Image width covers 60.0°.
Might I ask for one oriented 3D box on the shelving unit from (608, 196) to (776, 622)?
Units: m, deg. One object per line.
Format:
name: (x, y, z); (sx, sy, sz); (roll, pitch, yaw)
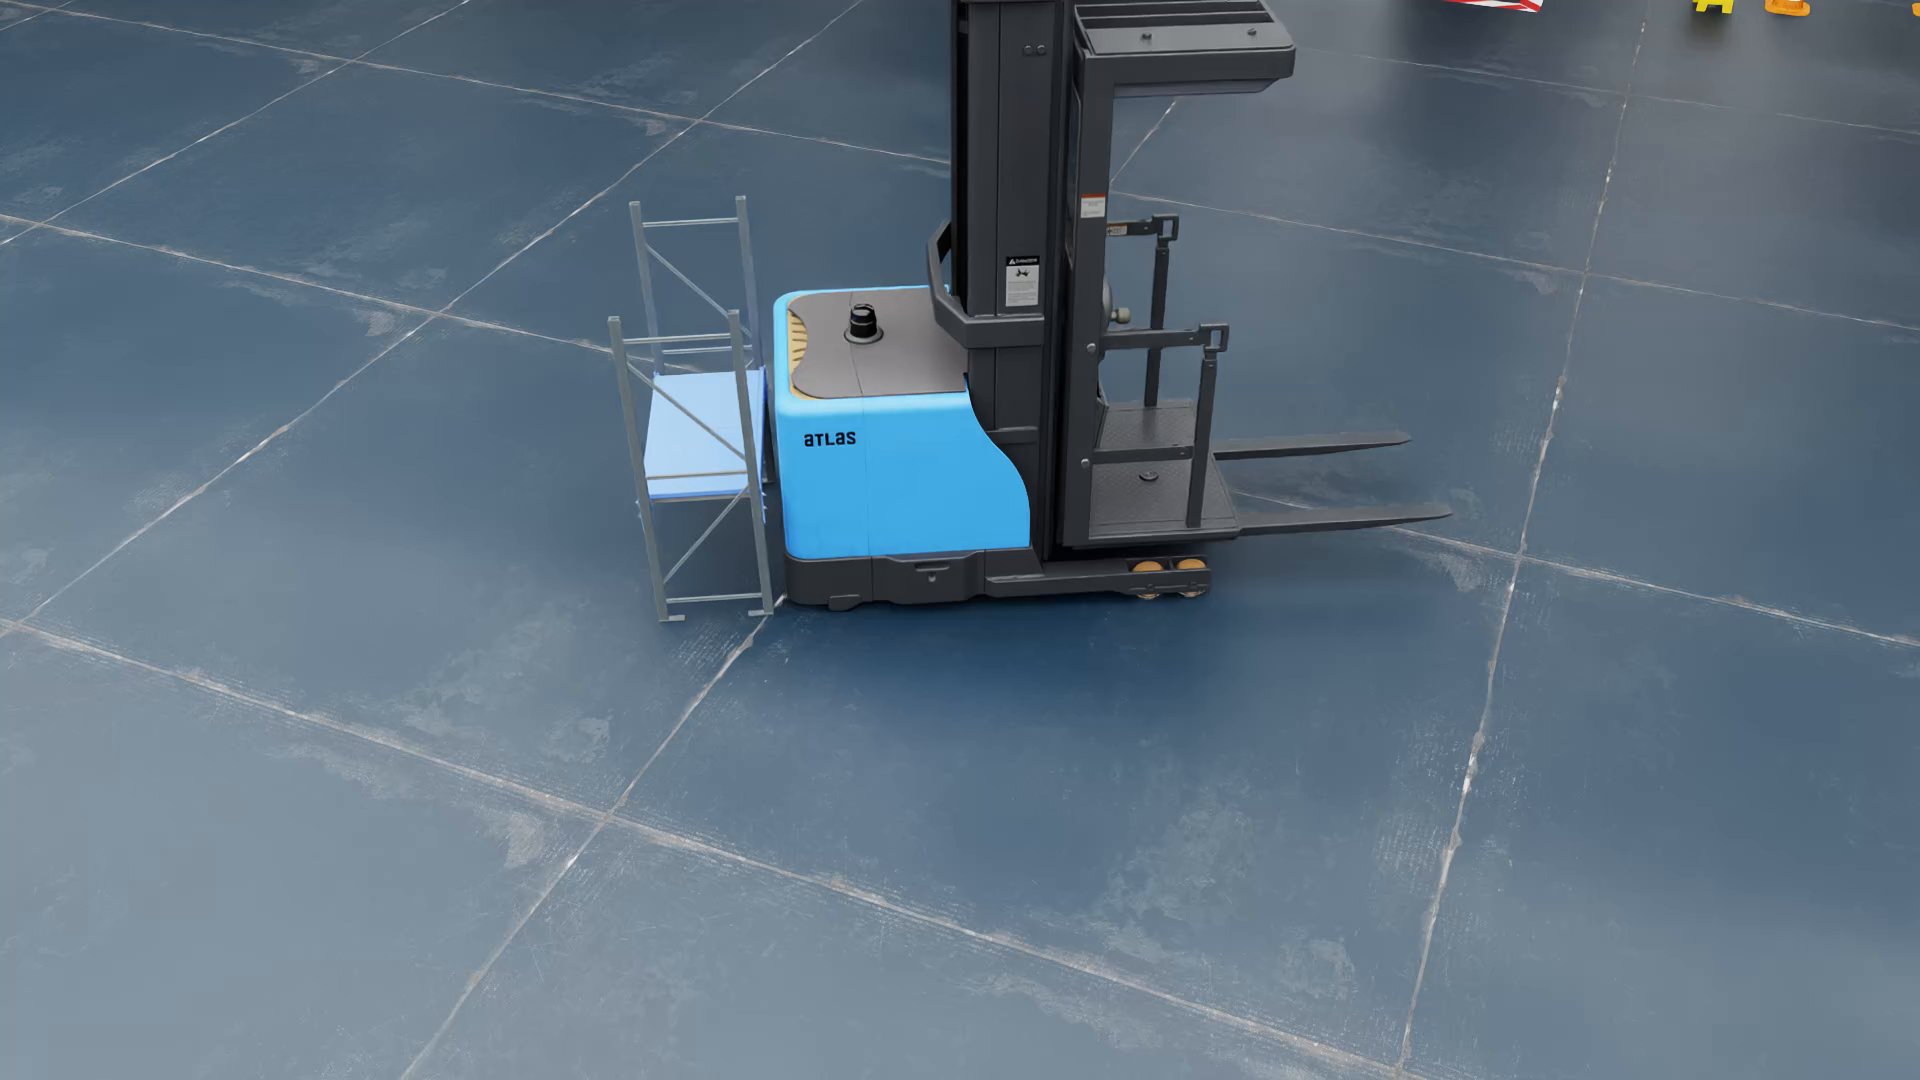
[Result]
shelving unit: (-1.123, -0.568, 7.248); (0.538, 1.500, 1.048); (-4, 37, -3)

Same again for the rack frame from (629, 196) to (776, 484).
rack frame: (-1.163, -0.872, 7.654); (0.500, 1.500, 0.032); (-4, 37, -3)

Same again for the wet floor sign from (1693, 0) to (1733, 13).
wet floor sign: (6.127, -4.599, 13.364); (0.267, 0.644, 0.232); (7, 37, 10)

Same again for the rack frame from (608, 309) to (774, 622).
rack frame: (-1.084, -0.265, 6.842); (0.500, 1.500, 0.032); (-4, 37, -3)

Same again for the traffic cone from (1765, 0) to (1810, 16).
traffic cone: (6.737, -4.518, 13.408); (0.336, 0.463, 0.334); (14, 39, 18)

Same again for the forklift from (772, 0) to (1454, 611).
forklift: (0.701, -1.227, 6.944); (3.031, 2.935, 1.130); (-3, 37, -4)

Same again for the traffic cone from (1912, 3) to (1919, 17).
traffic cone: (7.893, -4.454, 13.322); (0.336, 0.463, 0.334); (14, 39, 18)

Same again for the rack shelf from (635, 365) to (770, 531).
rack shelf: (-1.119, -0.424, 7.356); (0.538, 0.185, 1.000); (-4, 37, -3)
